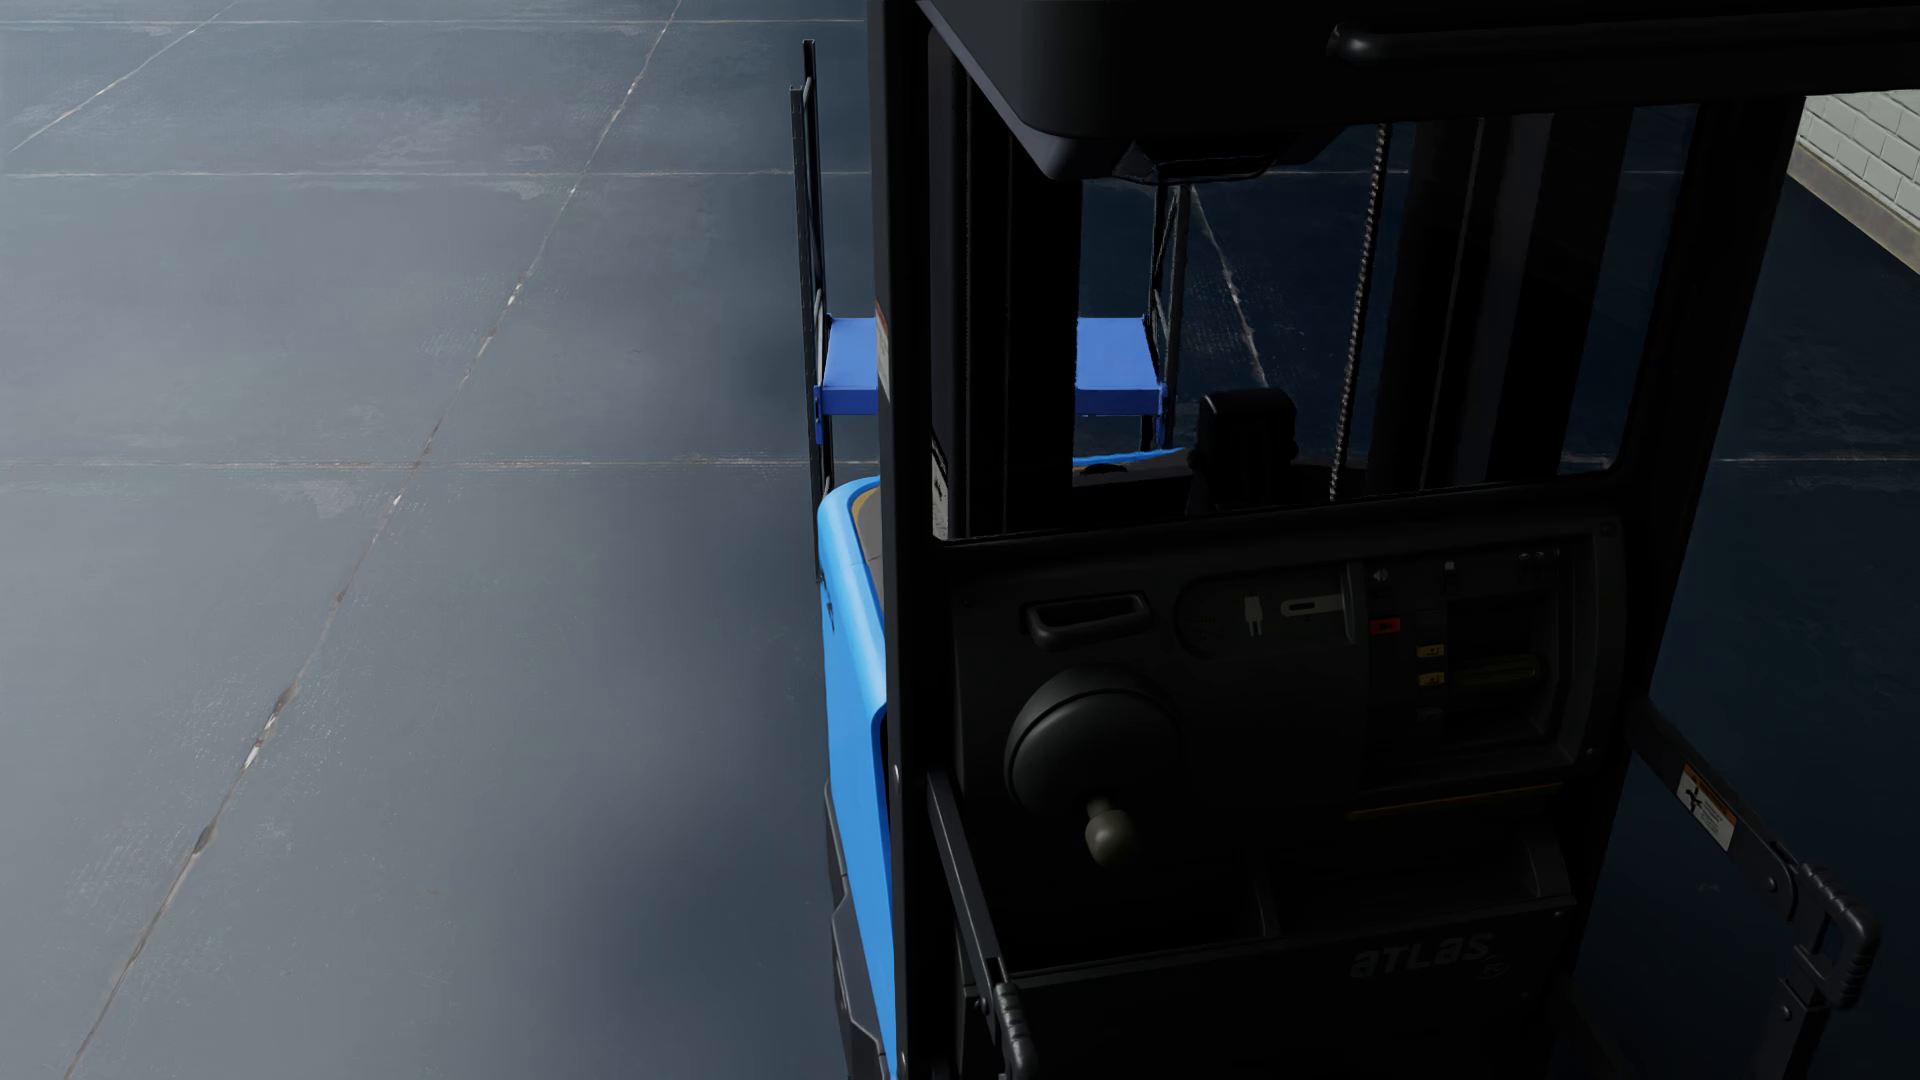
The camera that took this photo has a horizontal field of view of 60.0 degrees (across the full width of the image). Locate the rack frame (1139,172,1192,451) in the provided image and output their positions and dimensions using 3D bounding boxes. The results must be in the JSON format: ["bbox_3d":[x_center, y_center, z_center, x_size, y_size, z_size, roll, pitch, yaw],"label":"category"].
[{"bbox_3d":[0.594,-0.643,4.864,0.032,1.500,0.500,0,31,0],"label":"rack frame"}]

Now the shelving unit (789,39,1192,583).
[{"bbox_3d":[0.085,-0.641,4.861,1.048,1.500,0.538,0,31,0],"label":"shelving unit"}]

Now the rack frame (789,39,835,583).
[{"bbox_3d":[-0.423,-0.640,4.859,0.032,1.500,0.500,0,31,0],"label":"rack frame"}]

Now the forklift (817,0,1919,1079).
[{"bbox_3d":[0.492,0.241,2.027,1.130,2.935,3.031,-6,32,-10],"label":"forklift"}]

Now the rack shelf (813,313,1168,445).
[{"bbox_3d":[0.085,-0.488,4.955,1.000,0.185,0.538,0,31,0],"label":"rack shelf"}]
